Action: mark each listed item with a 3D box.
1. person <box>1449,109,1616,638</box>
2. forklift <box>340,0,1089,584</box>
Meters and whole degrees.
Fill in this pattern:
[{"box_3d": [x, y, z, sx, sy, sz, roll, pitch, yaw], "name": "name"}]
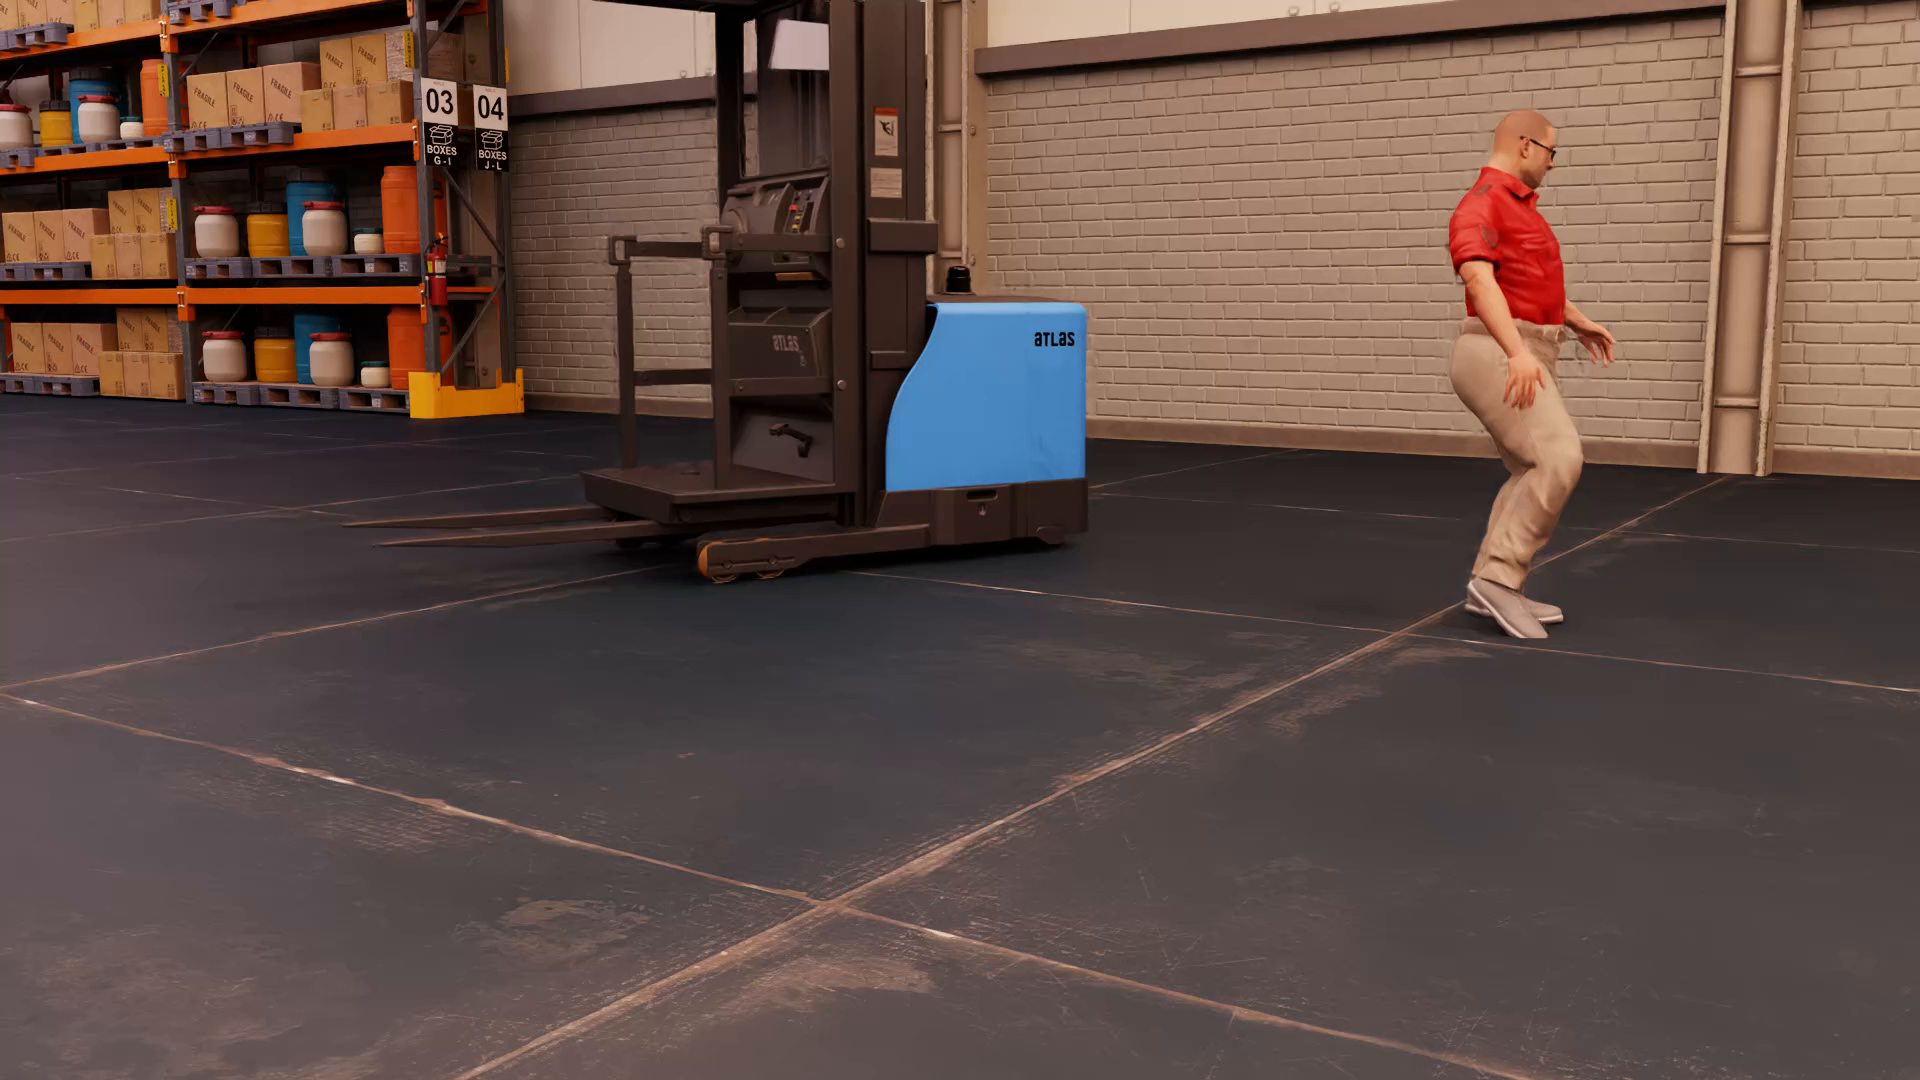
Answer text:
[{"box_3d": [1.901, -0.541, 5.544, 0.467, 1.750, 0.874, 6, 10, 34], "name": "person"}, {"box_3d": [-0.953, -1.367, 6.806, 3.031, 2.935, 1.130, -5, 10, -32], "name": "forklift"}]
